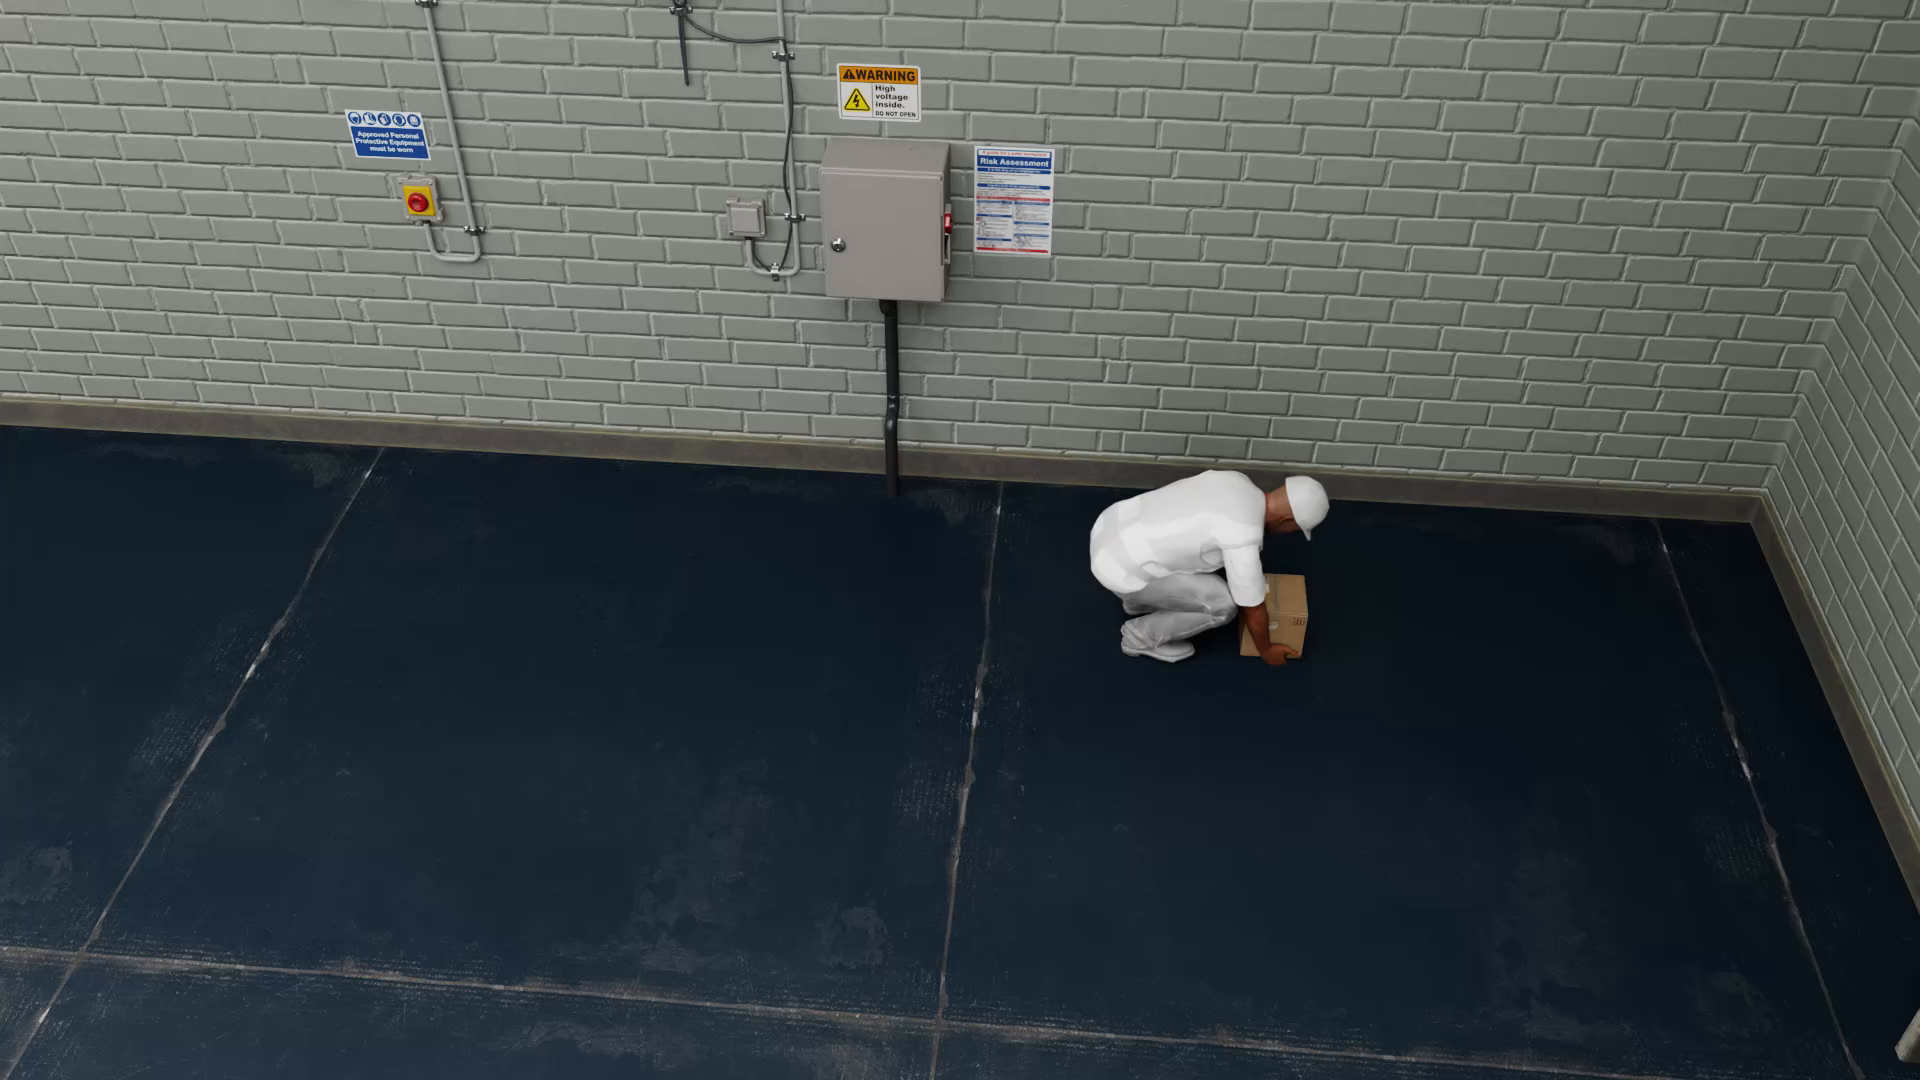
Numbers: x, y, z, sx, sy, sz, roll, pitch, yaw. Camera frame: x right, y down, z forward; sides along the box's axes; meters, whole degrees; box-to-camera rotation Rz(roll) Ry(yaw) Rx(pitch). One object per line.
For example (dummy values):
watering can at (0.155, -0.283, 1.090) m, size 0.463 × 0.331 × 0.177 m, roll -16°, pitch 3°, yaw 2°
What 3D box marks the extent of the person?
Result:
person at (1.000, 0.097, 6.835) m, size 0.939 × 0.875 × 0.535 m, roll 3°, pitch 40°, yaw 3°
